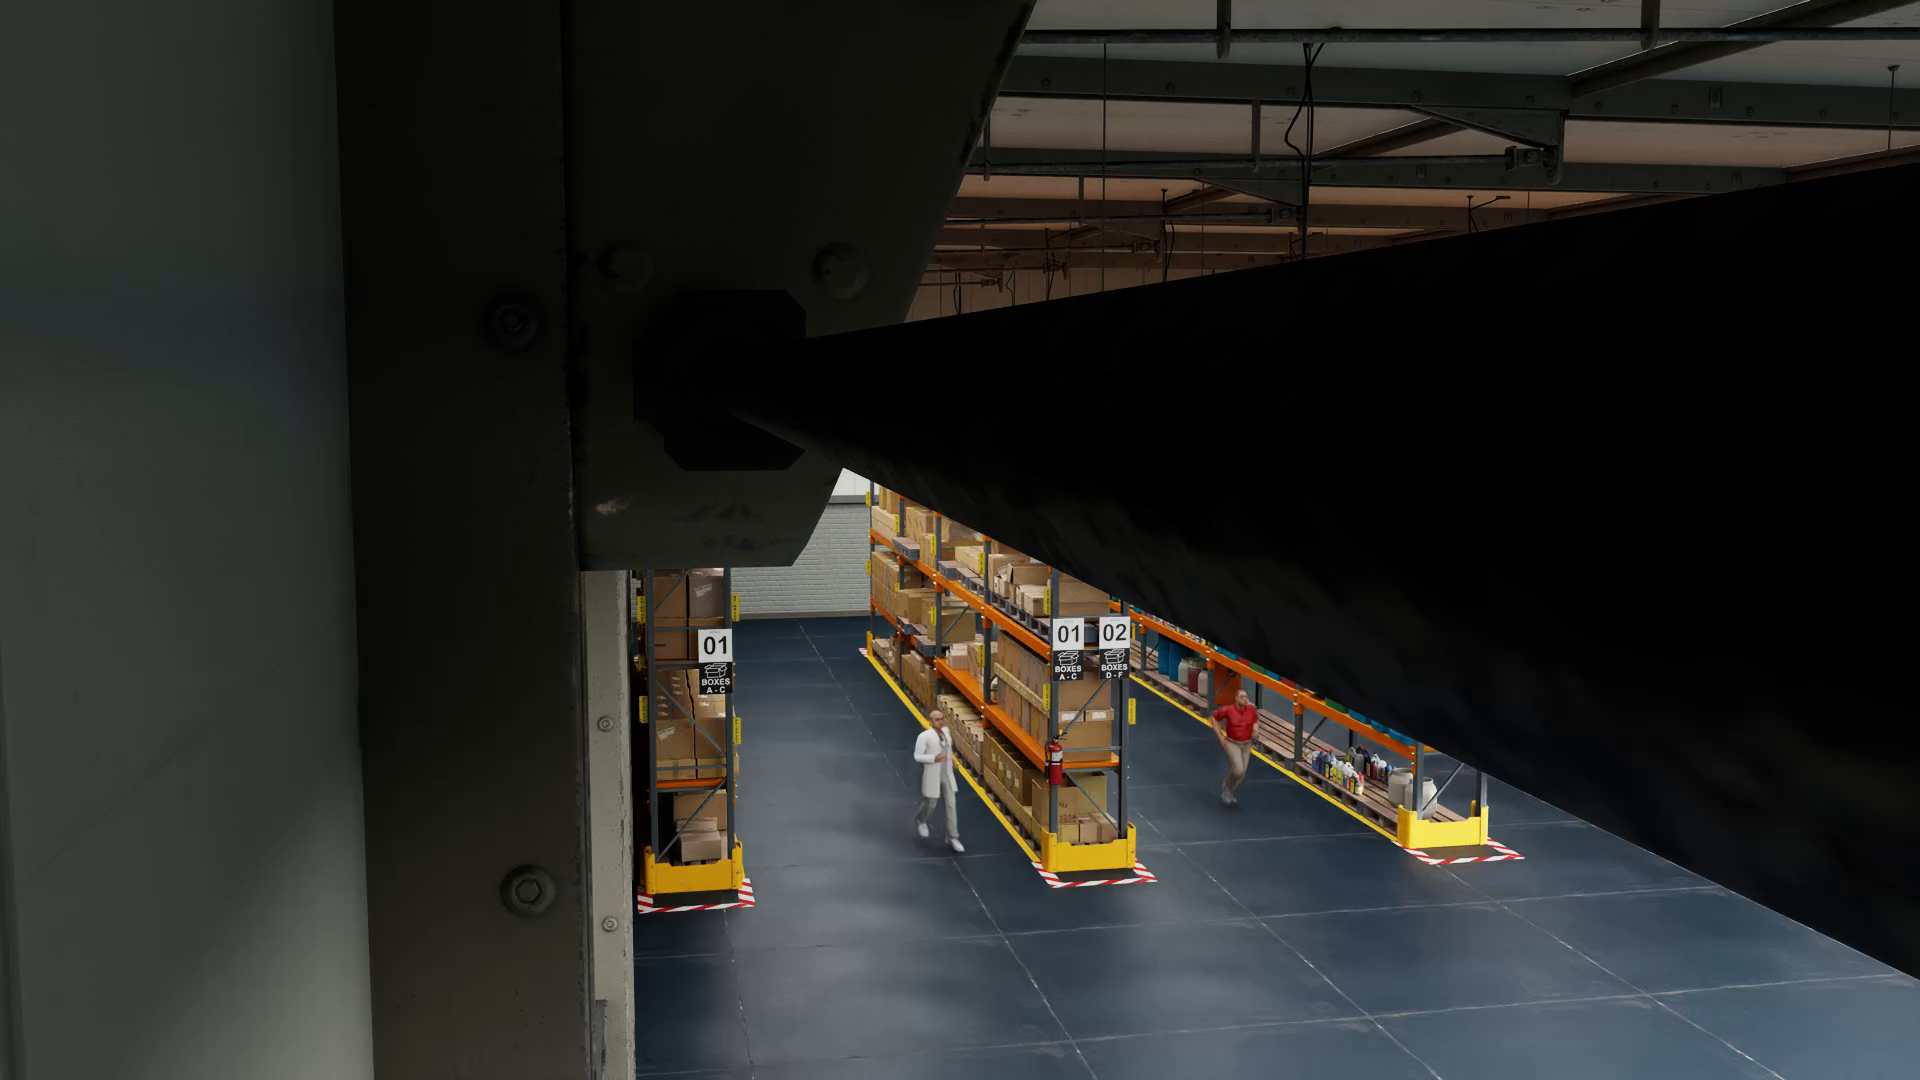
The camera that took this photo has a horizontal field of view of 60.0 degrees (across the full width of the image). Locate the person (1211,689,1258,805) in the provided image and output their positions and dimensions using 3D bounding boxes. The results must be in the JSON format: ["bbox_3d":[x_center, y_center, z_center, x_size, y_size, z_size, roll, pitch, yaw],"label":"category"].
[{"bbox_3d":[4.010,2.981,23.943,0.655,1.681,0.691,-2,6,-23],"label":"person"}]

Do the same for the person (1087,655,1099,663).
[{"bbox_3d":[2.392,2.084,30.072,0.621,1.780,0.830,-2,6,-14],"label":"person"}]

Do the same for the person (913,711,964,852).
[{"bbox_3d":[-0.304,3.134,21.924,0.707,1.791,1.036,-4,7,-32],"label":"person"}]
